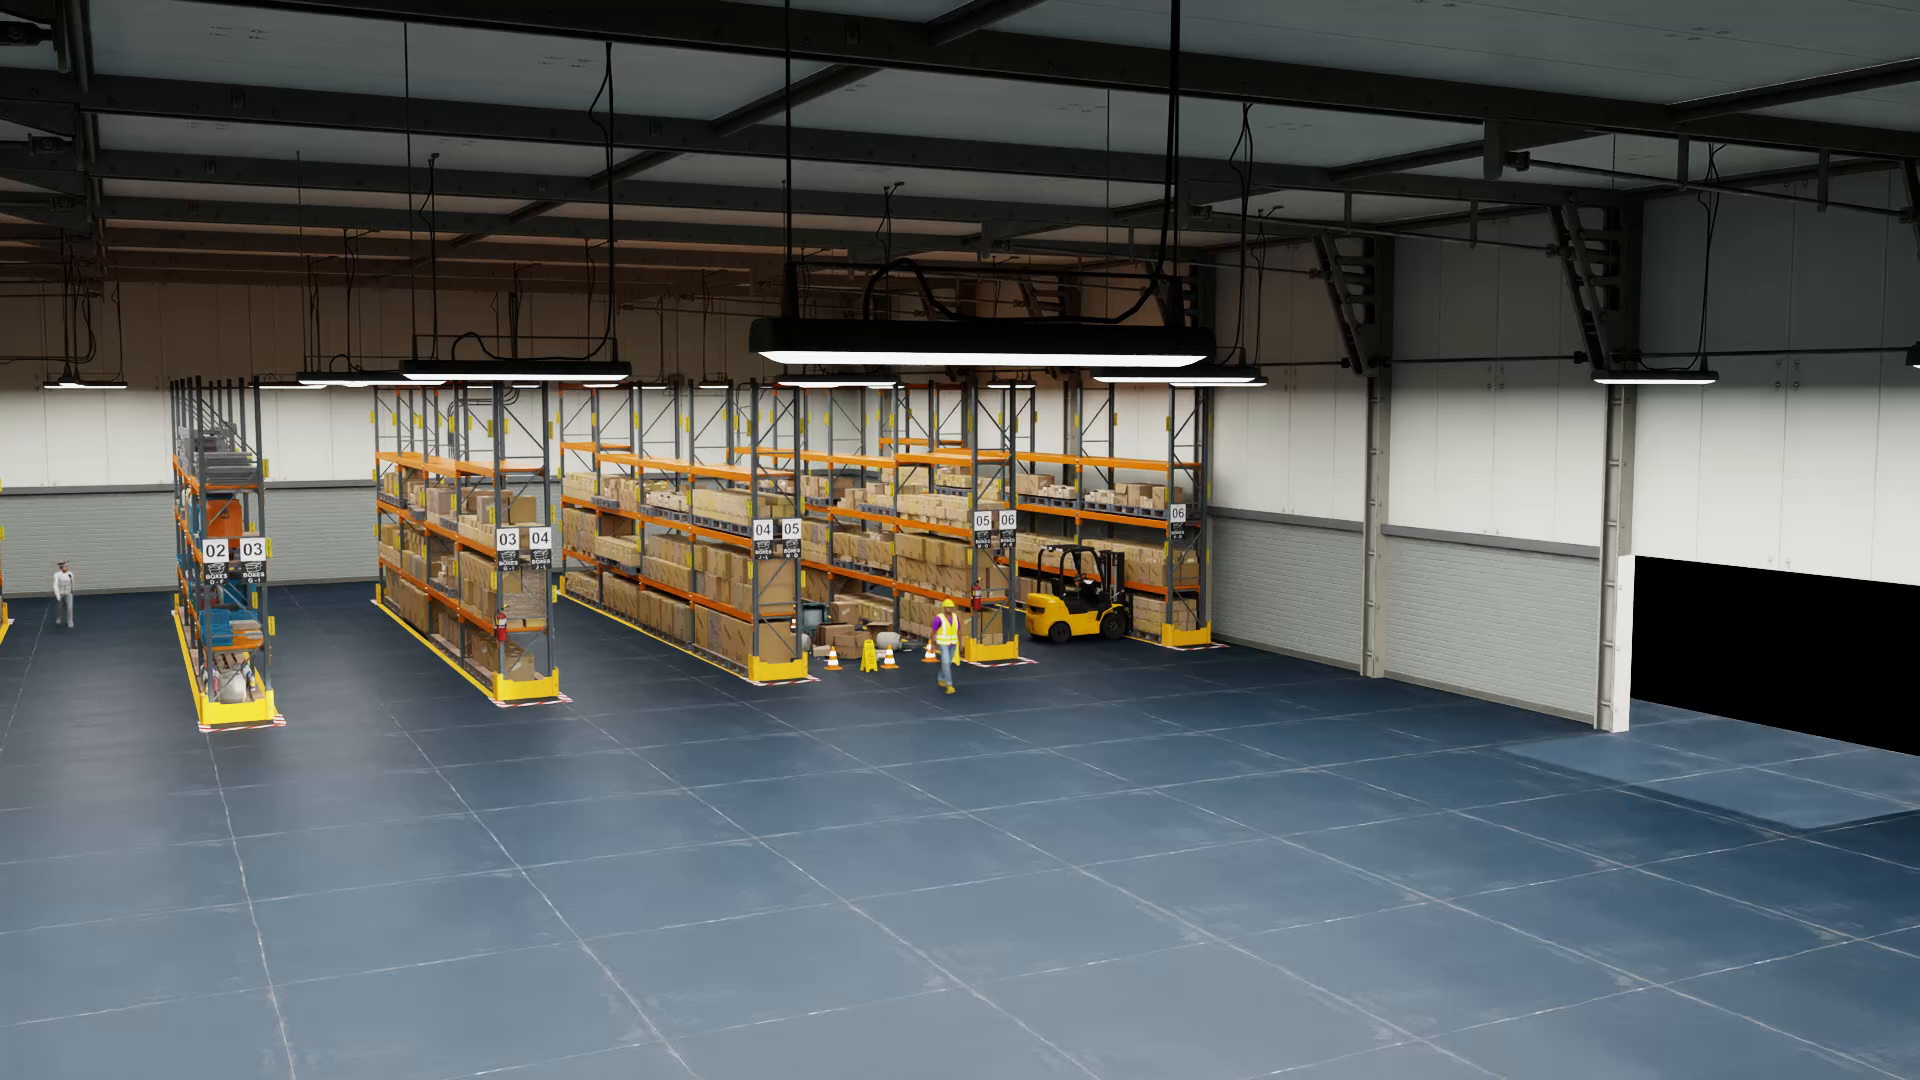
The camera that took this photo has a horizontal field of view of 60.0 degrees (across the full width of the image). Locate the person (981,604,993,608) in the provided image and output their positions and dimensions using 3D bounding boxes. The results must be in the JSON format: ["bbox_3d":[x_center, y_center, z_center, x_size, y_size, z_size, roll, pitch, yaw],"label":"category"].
[{"bbox_3d":[0.557,1.429,39.852,0.604,1.524,0.717,-2,6,-25],"label":"person"}]

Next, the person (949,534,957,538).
[{"bbox_3d":[-0.169,0.685,44.703,0.609,1.687,0.642,-5,7,-43],"label":"person"}]

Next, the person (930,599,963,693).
[{"bbox_3d":[-0.218,2.001,31.918,0.610,1.722,0.924,-4,6,-36],"label":"person"}]

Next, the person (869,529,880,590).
[{"bbox_3d":[-2.367,0.548,46.814,0.569,1.677,0.536,-3,6,-31],"label":"person"}]

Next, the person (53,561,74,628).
[{"bbox_3d":[-21.792,1.304,40.407,0.457,1.615,1.069,-4,6,-36],"label":"person"}]
